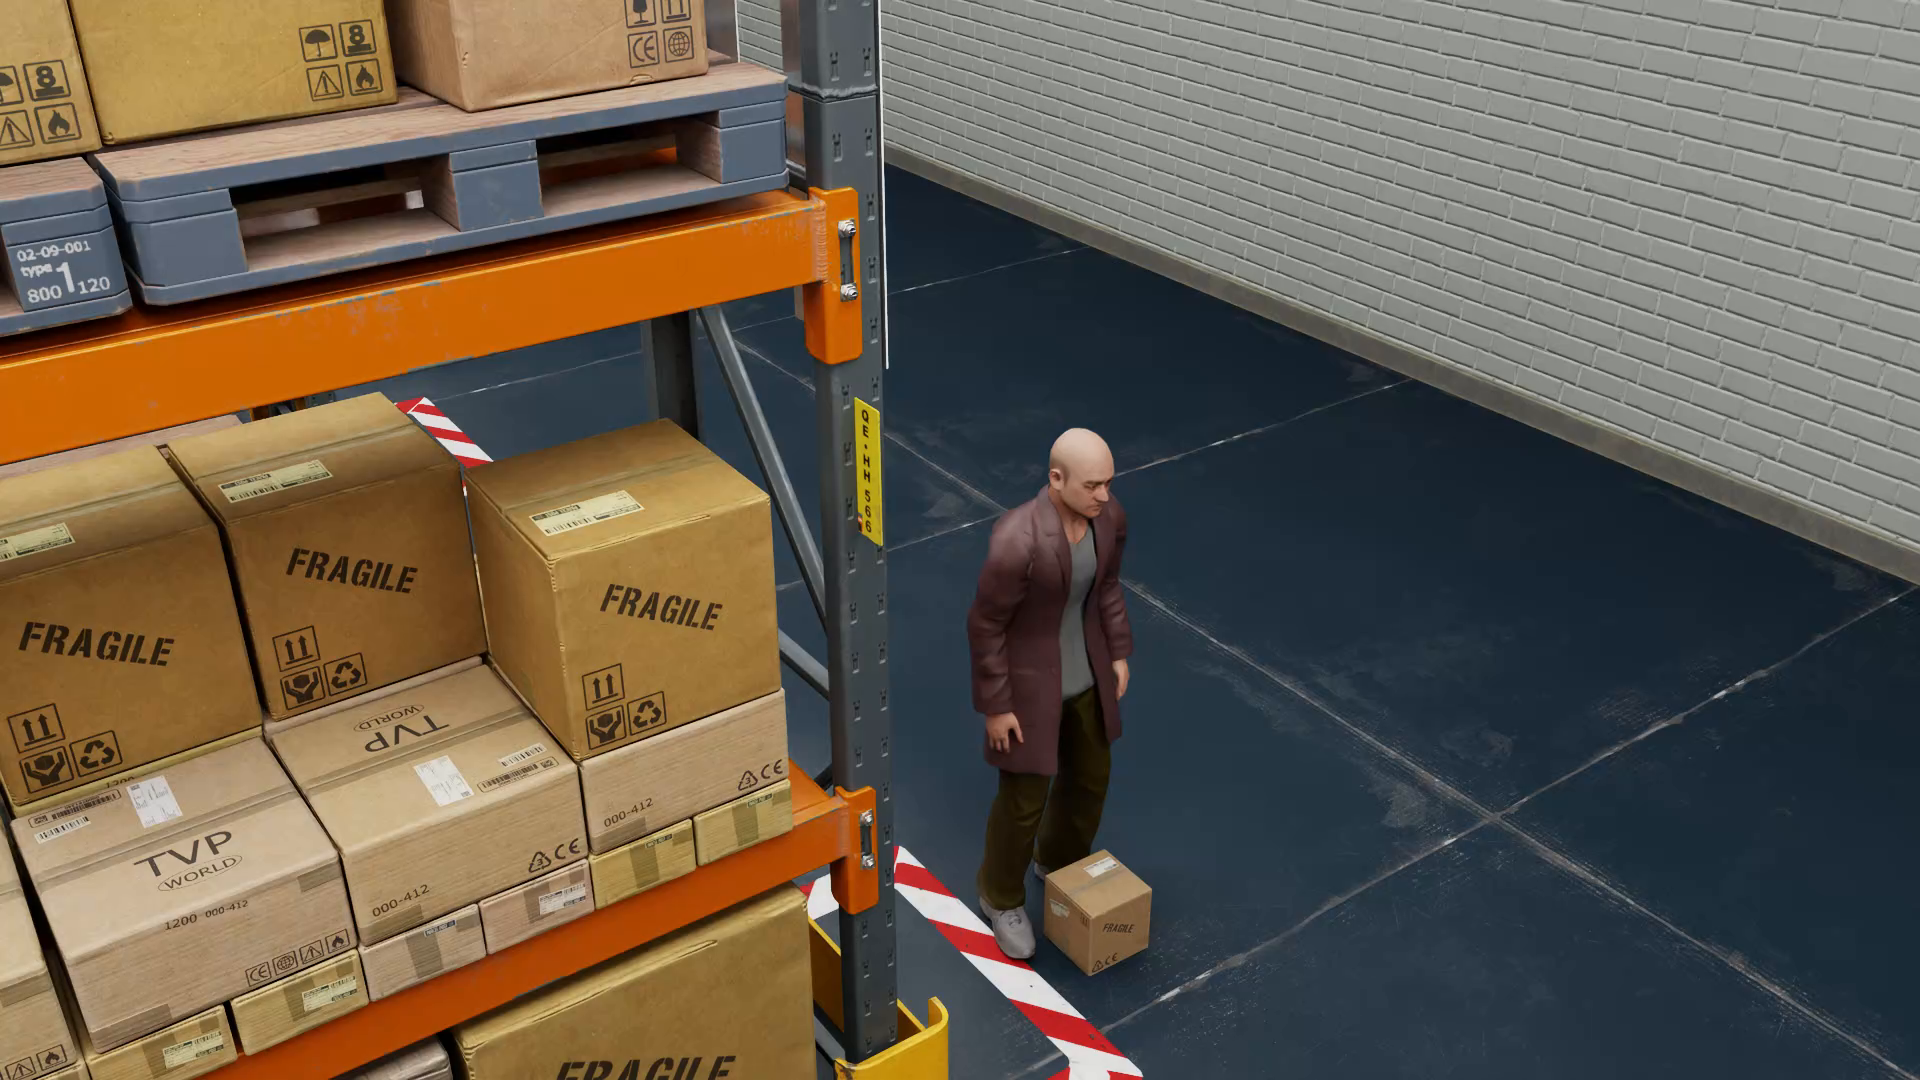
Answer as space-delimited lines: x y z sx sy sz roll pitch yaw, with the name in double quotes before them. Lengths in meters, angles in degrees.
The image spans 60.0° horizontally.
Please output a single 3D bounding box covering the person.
"person" 0.307 0.455 5.292 0.645 1.772 0.429 -21 35 -33
